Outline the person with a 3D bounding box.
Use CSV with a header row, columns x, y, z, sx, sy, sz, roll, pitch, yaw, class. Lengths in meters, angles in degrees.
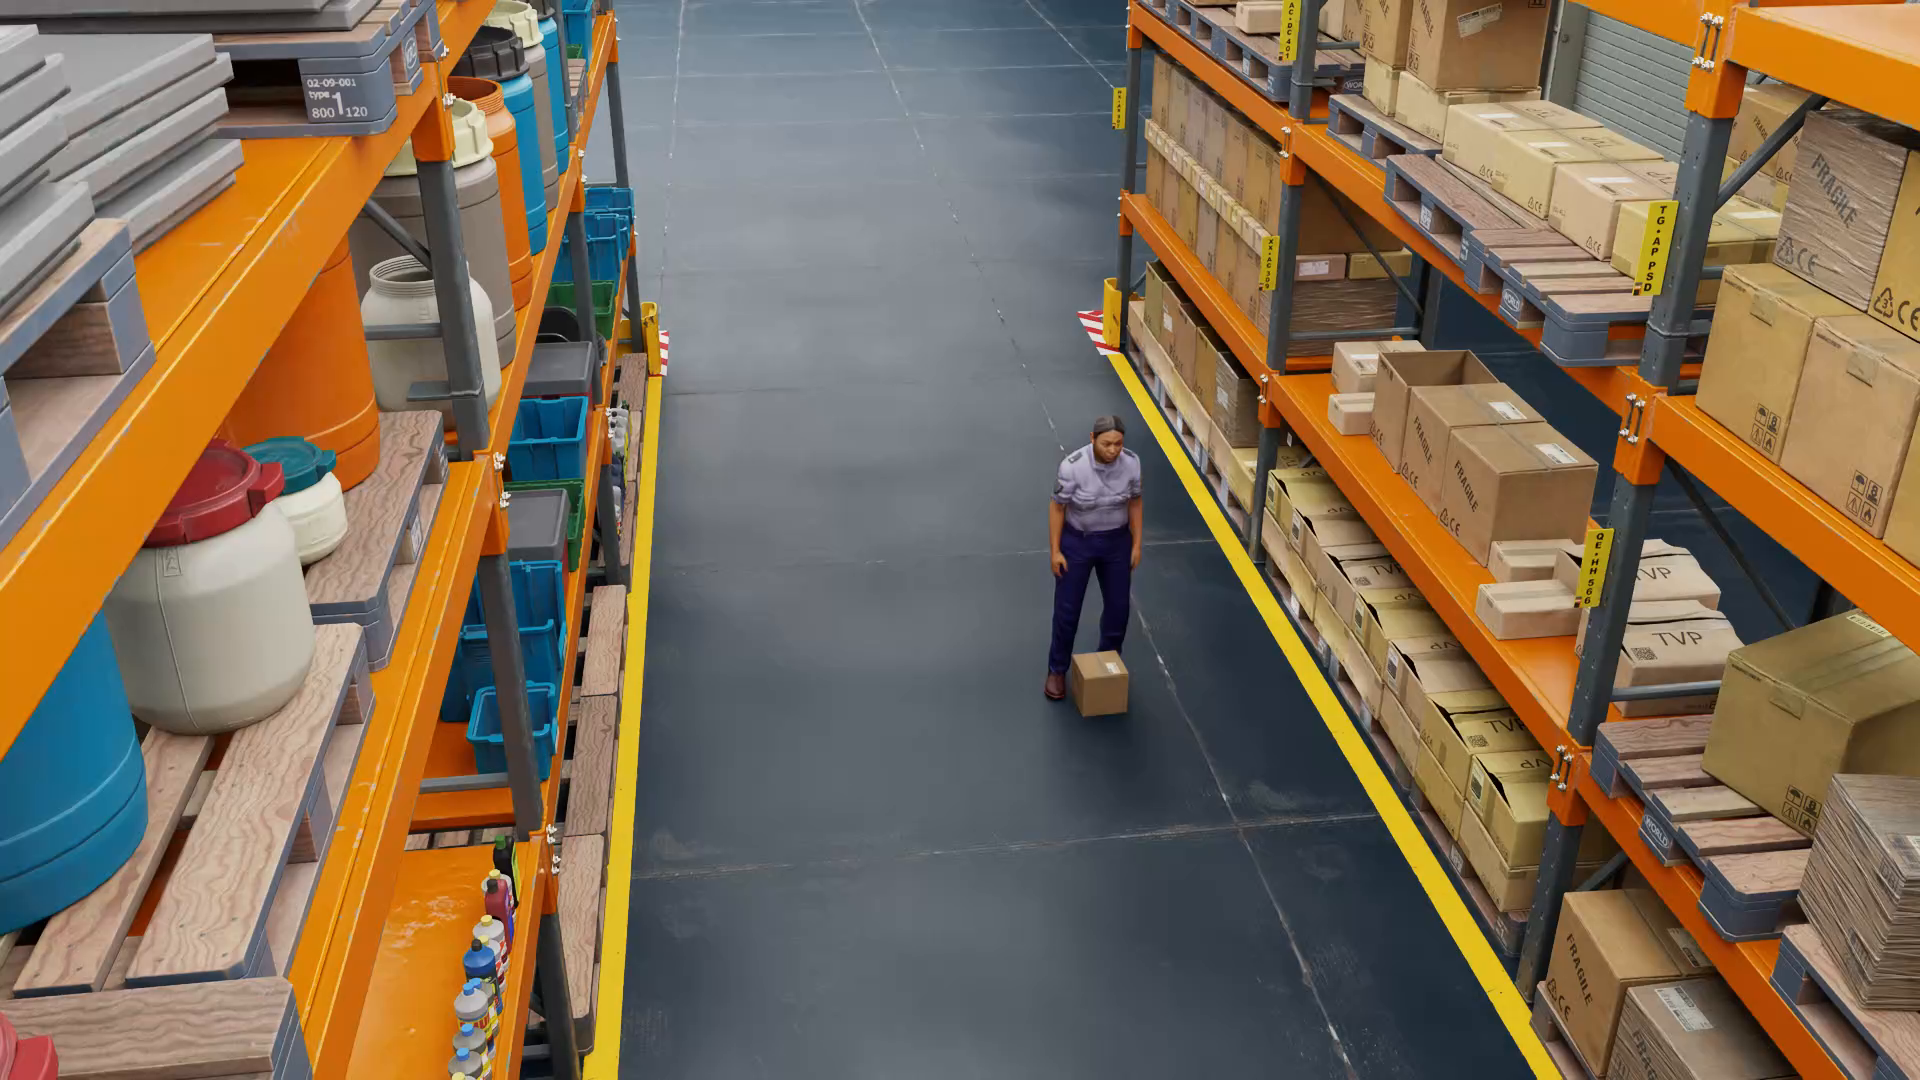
x,y,z,sx,sy,sz,roll,pitch,yaw,class
0.723,0.056,8.991,0.549,1.650,0.367,-5,28,-9,person
